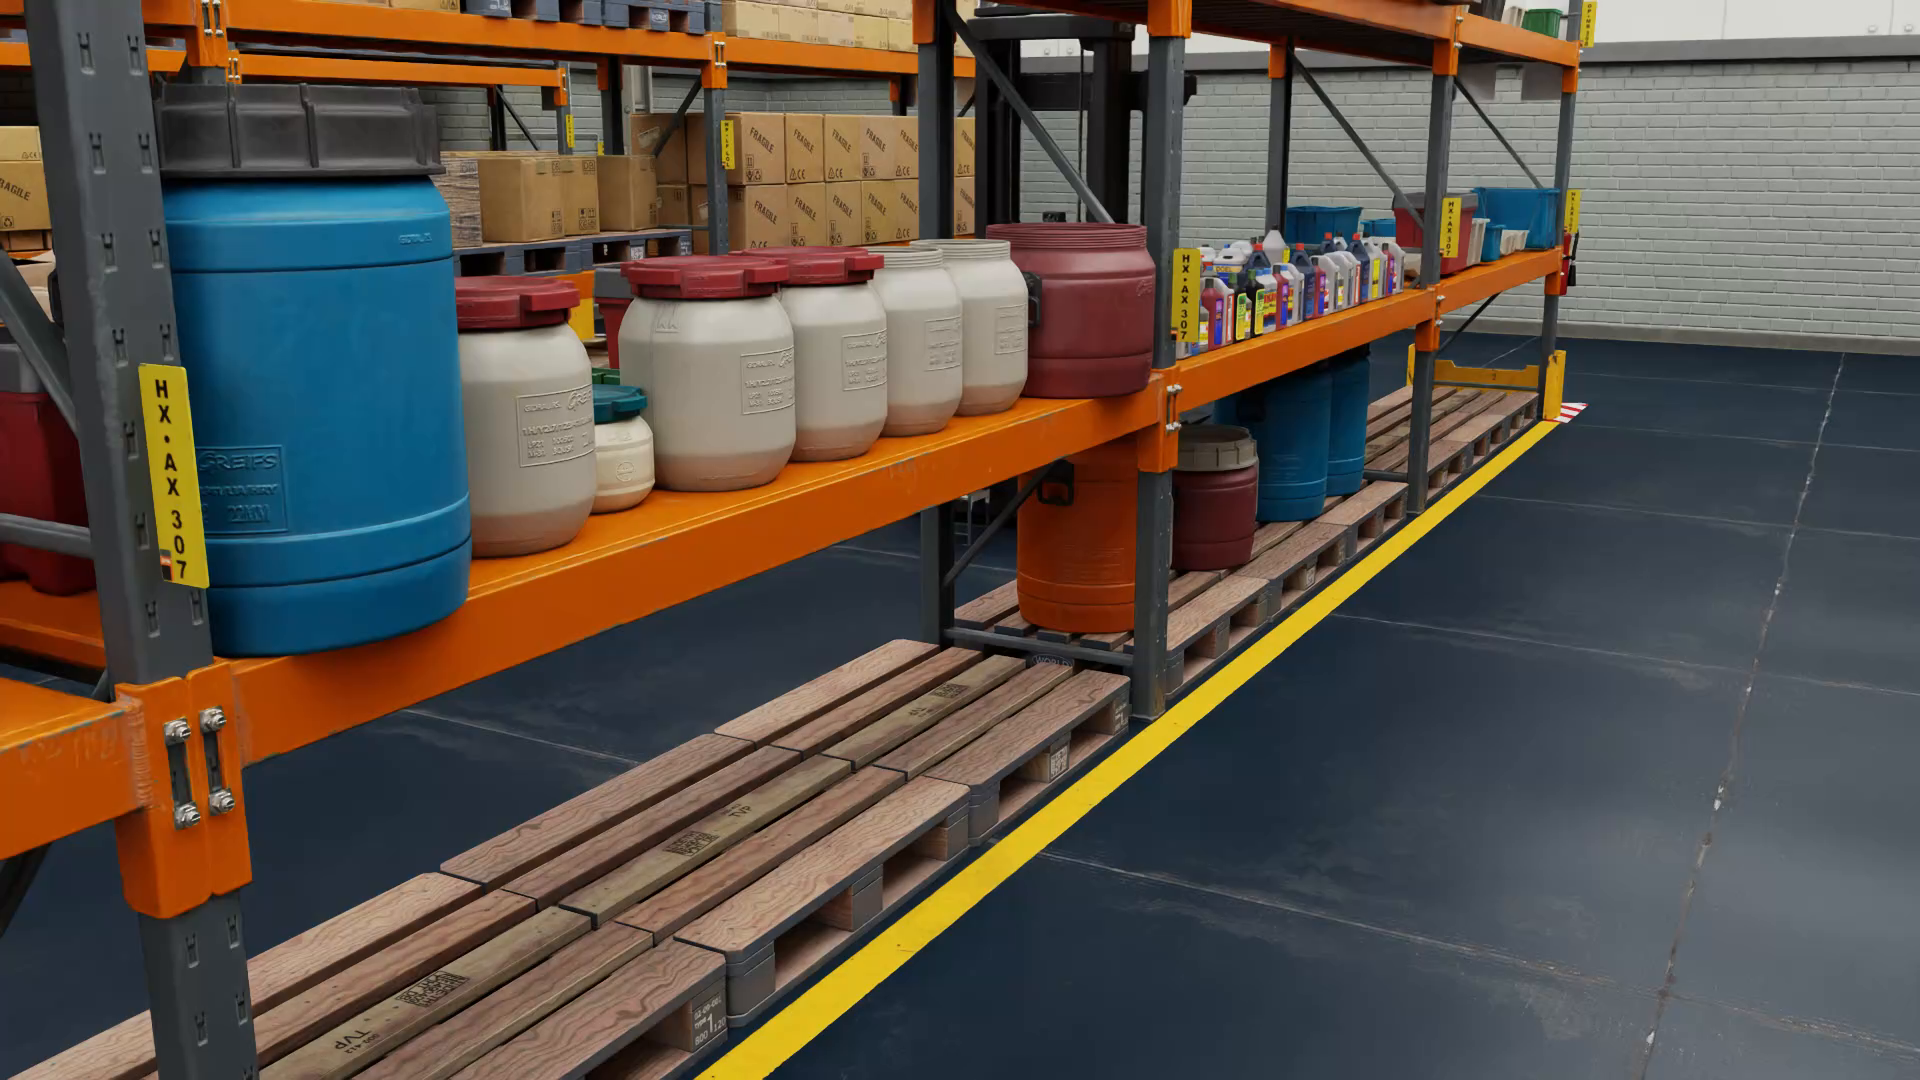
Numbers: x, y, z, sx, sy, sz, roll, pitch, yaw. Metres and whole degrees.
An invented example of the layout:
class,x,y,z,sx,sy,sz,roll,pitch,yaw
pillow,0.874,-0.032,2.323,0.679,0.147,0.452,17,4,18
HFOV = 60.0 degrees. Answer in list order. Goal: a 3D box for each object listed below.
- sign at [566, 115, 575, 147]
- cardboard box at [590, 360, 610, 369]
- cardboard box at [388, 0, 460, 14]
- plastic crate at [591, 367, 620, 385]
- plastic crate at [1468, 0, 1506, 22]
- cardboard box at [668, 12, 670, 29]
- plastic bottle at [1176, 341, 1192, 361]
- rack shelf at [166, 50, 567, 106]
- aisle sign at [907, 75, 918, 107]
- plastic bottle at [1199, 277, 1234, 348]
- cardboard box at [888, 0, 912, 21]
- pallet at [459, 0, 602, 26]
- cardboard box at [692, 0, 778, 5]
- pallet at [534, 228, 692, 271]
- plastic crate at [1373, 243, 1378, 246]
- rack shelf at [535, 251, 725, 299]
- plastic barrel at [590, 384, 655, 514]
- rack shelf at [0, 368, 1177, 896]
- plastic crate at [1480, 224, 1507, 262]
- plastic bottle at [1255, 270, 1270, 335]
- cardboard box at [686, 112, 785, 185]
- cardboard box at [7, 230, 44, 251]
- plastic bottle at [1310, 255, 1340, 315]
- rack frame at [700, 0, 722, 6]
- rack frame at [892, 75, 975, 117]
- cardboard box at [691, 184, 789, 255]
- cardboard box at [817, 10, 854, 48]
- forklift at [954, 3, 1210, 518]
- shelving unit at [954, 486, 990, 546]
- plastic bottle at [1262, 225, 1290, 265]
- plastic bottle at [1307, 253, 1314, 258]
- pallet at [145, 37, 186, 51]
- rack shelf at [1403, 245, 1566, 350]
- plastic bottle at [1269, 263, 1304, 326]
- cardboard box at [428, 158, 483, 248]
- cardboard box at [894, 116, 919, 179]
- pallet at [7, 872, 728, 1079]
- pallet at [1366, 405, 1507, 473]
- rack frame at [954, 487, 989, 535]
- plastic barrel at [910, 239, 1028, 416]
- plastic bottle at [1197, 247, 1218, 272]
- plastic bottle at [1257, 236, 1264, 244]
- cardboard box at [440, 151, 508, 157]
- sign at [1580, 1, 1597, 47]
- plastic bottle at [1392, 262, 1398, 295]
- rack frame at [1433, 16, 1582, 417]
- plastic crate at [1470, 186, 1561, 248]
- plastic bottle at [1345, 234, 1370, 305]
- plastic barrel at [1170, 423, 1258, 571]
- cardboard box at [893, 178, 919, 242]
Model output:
class,x,y,z,sx,sy,sz,roll,pitch,yaw
sign,-4.026,-4.221,17.165,0.100,0.325,0.005,7,15,28
cardboard box,-2.567,-0.888,10.710,0.500,0.500,0.500,8,16,29
cardboard box,-3.345,-3.217,9.362,0.910,0.500,0.500,7,15,28
plastic crate,-1.029,-0.309,4.367,0.450,0.188,0.662,7,15,28
plastic crate,3.085,-3.282,10.127,0.497,0.269,0.590,7,15,28
cardboard box,-2.088,-3.741,12.071,0.500,0.250,0.500,7,15,28
plastic bottle,0.803,-0.835,6.362,0.152,0.276,0.135,7,15,28
rack shelf,-5.462,-4.305,15.626,1.077,0.370,4.000,7,15,28
aisle sign,-0.381,-4.358,15.161,0.394,0.787,0.004,7,15,28
plastic bottle,1.026,-0.930,6.756,0.152,0.276,0.135,7,15,28
cardboard box,-0.668,-4.336,13.471,0.500,0.250,0.500,7,15,28
pallet,-2.966,-3.254,10.131,1.213,0.211,1.003,7,15,28
cardboard box,-1.638,-3.926,11.771,0.500,0.250,0.500,7,15,28
pallet,-2.572,-1.981,11.260,1.003,0.211,1.213,7,15,28
plastic crate,2.550,-1.819,10.639,0.437,0.125,0.590,7,15,28
rack shelf,-3.057,-1.466,10.248,1.077,0.370,4.000,7,15,28
plastic barrel,-0.849,-0.209,3.797,0.301,0.262,0.301,0,14,0
rack shelf,-0.656,-0.083,4.513,1.077,0.370,4.000,7,15,28
plastic crate,3.409,-1.982,11.083,0.416,0.233,0.300,7,15,28
plastic bottle,1.282,-1.023,7.152,0.097,0.271,0.097,0,14,0
cardboard box,-1.616,-2.825,12.006,0.500,0.500,0.500,8,16,29
cardboard box,-7.135,-2.264,12.516,0.380,0.149,0.250,8,16,30
plastic bottle,1.739,-1.232,8.010,0.152,0.276,0.135,7,15,28
rack frame,-2.090,-5.142,11.163,1.000,3.000,0.127,7,15,28
rack frame,-0.157,-3.047,15.270,1.000,3.000,0.127,7,15,28
cardboard box,-1.605,-2.348,12.160,0.500,0.500,0.500,8,16,30
cardboard box,-1.150,-3.887,12.678,0.500,0.250,0.500,7,15,28
forklift,0.778,-1.817,10.317,1.130,2.935,3.031,7,15,27
shelving unit,0.004,-0.439,8.935,0.258,0.900,0.210,7,15,28
plastic bottle,1.771,-1.596,9.359,0.144,0.351,0.185,7,15,28
plastic bottle,1.733,-1.288,8.251,0.097,0.271,0.097,0,14,0
pallet,-6.828,-3.958,13.058,0.805,0.209,1.217,7,15,26
rack shelf,3.211,-1.724,11.321,1.077,0.370,4.000,7,15,28
plastic bottle,1.473,-1.120,7.542,0.152,0.276,0.135,7,15,28
cardboard box,-3.209,-1.966,9.679,0.700,0.500,0.500,11,17,38
cardboard box,-0.621,-3.248,13.759,0.500,0.500,0.500,8,16,30
pallet,-1.278,1.168,3.740,1.003,0.211,1.213,7,15,28
pallet,3.154,-0.715,11.548,1.003,0.211,1.213,7,15,28
rack frame,0.053,-0.460,9.022,0.240,0.900,0.006,7,15,28
plastic barrel,0.000,-0.662,5.142,0.421,0.512,0.421,0,14,0
plastic bottle,1.239,-1.362,8.547,0.152,0.276,0.135,7,15,28
plastic bottle,1.693,-1.580,9.437,0.061,0.283,0.133,7,15,28
cardboard box,-5.074,-3.497,16.497,0.980,0.700,0.700,7,15,28
sign,4.667,-3.833,12.355,0.100,0.325,0.005,7,15,28
plastic bottle,2.304,-1.423,8.959,0.097,0.201,0.097,0,14,0
rack frame,4.178,-2.485,12.939,1.000,3.000,0.127,7,15,28
plastic crate,4.179,-2.441,12.555,0.616,0.435,0.499,7,15,28
plastic bottle,1.997,-1.376,8.447,0.144,0.351,0.185,7,15,28
plastic barrel,1.078,-0.209,7.750,0.600,0.588,0.708,7,15,28
cardboard box,-0.629,-2.764,13.884,0.500,0.500,0.500,8,15,28
